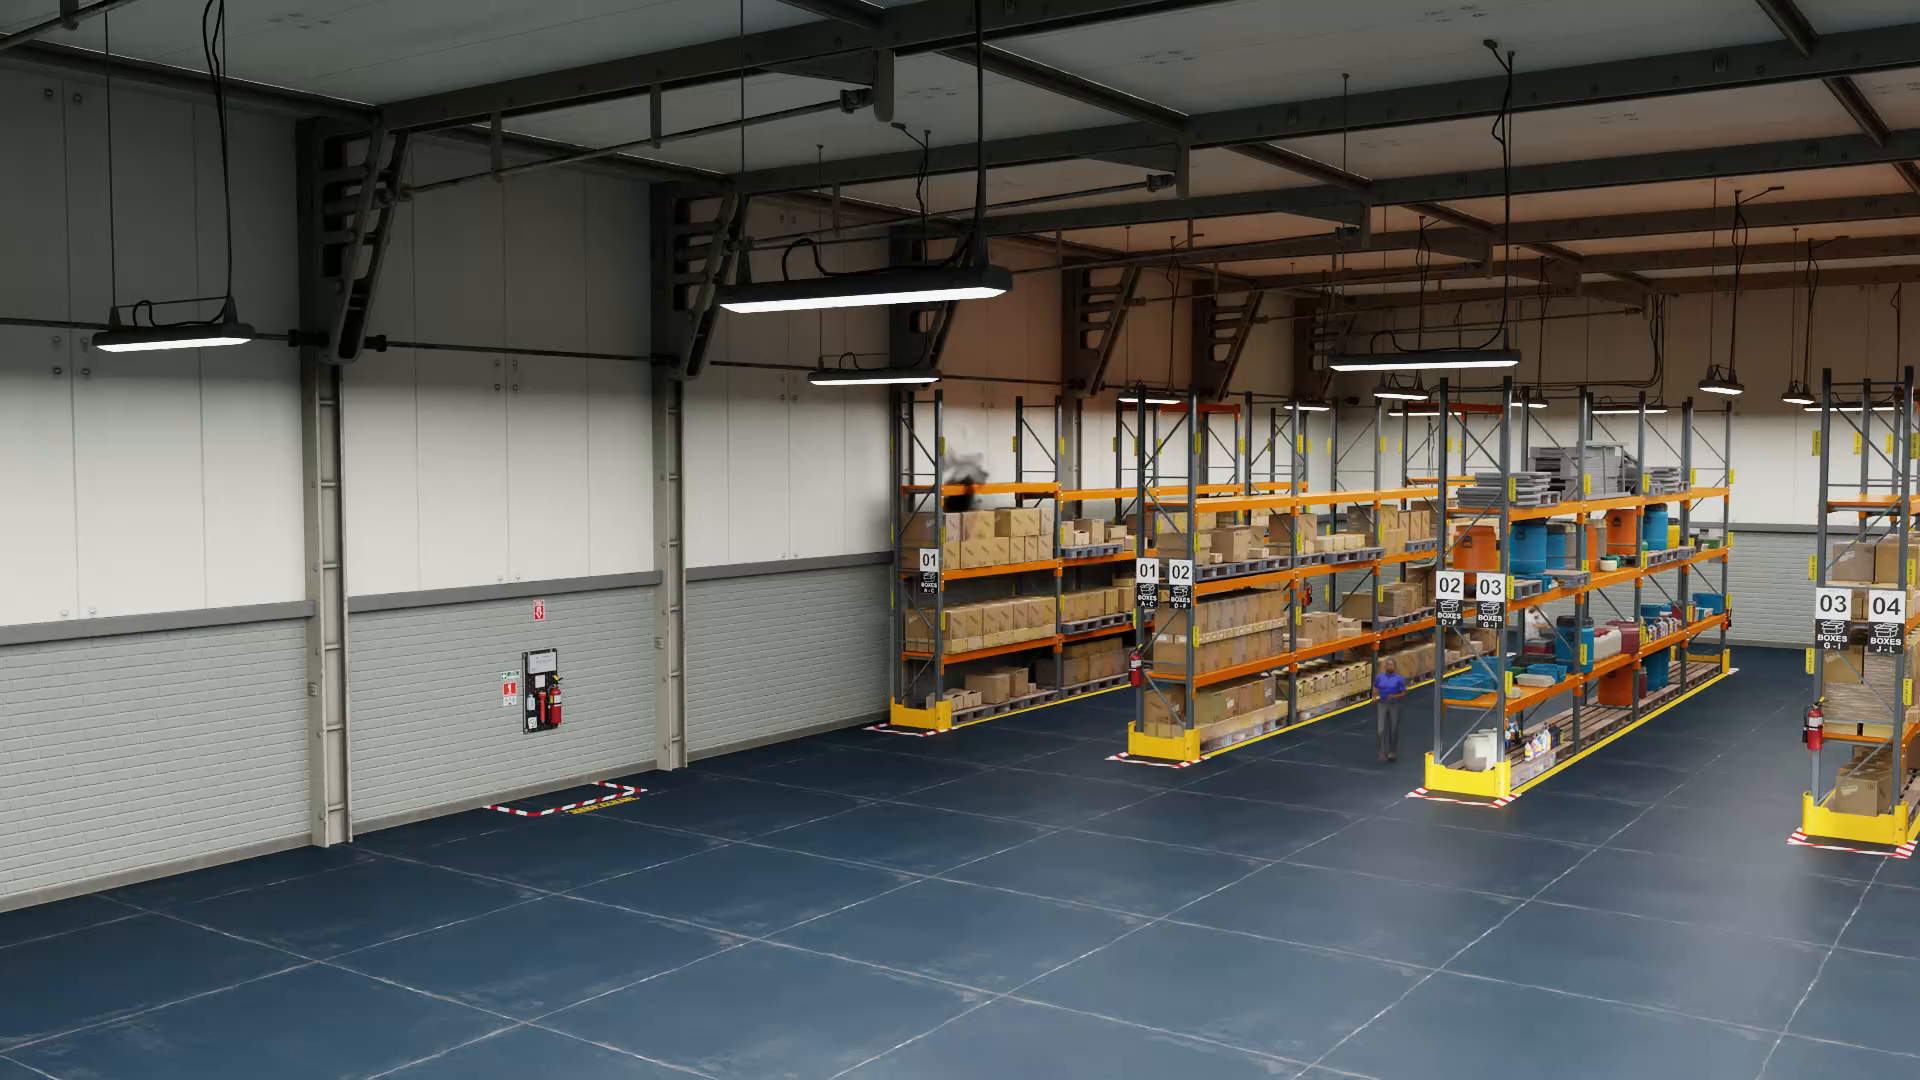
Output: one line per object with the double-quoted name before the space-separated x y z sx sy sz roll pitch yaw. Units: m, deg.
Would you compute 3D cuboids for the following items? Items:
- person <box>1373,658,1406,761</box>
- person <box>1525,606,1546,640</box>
"person" 6.785 2.694 26.354 0.545 1.644 0.657 1 3 22
"person" 12.410 2.119 36.094 0.605 1.654 0.933 2 4 25
